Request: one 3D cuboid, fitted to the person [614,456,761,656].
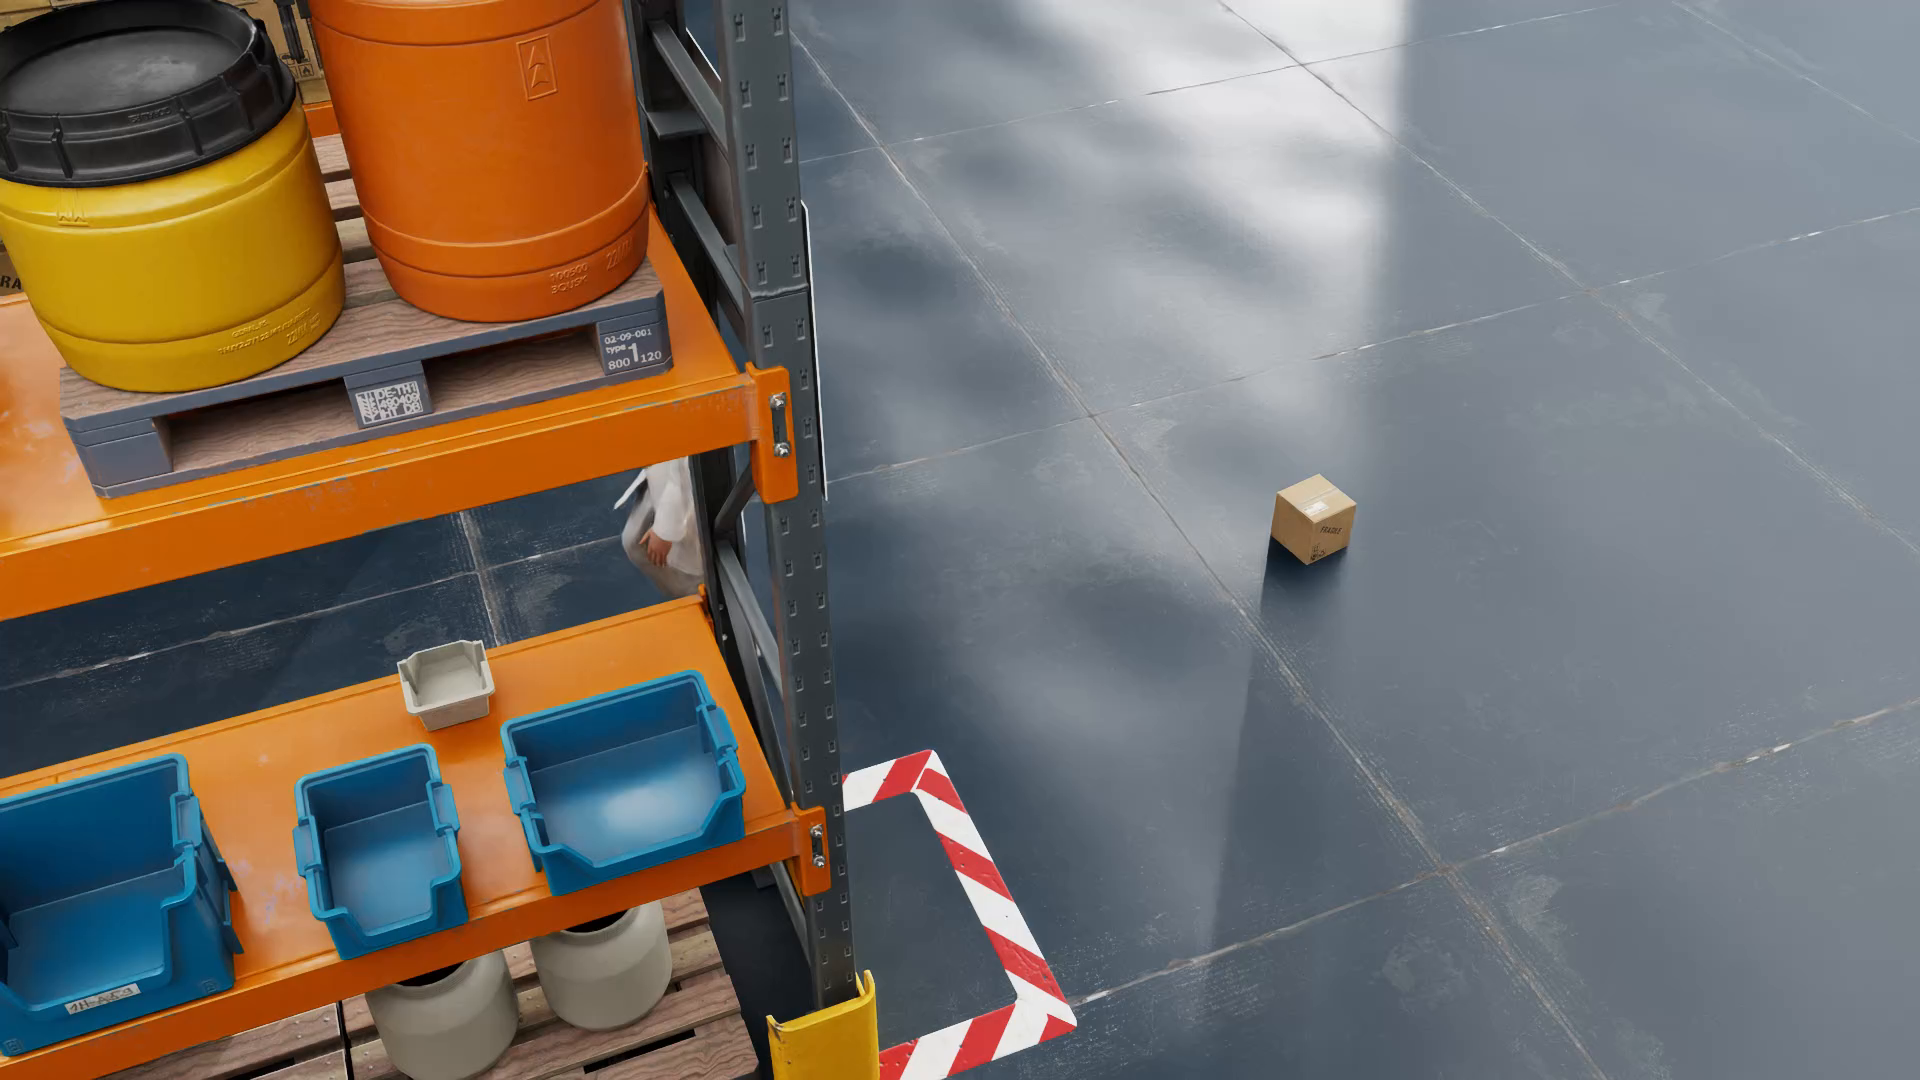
[{"bbox_3d":[-1.052,-0.150,6.340,0.529,1.827,0.565,-11,42,-12],"label":"person"}]
